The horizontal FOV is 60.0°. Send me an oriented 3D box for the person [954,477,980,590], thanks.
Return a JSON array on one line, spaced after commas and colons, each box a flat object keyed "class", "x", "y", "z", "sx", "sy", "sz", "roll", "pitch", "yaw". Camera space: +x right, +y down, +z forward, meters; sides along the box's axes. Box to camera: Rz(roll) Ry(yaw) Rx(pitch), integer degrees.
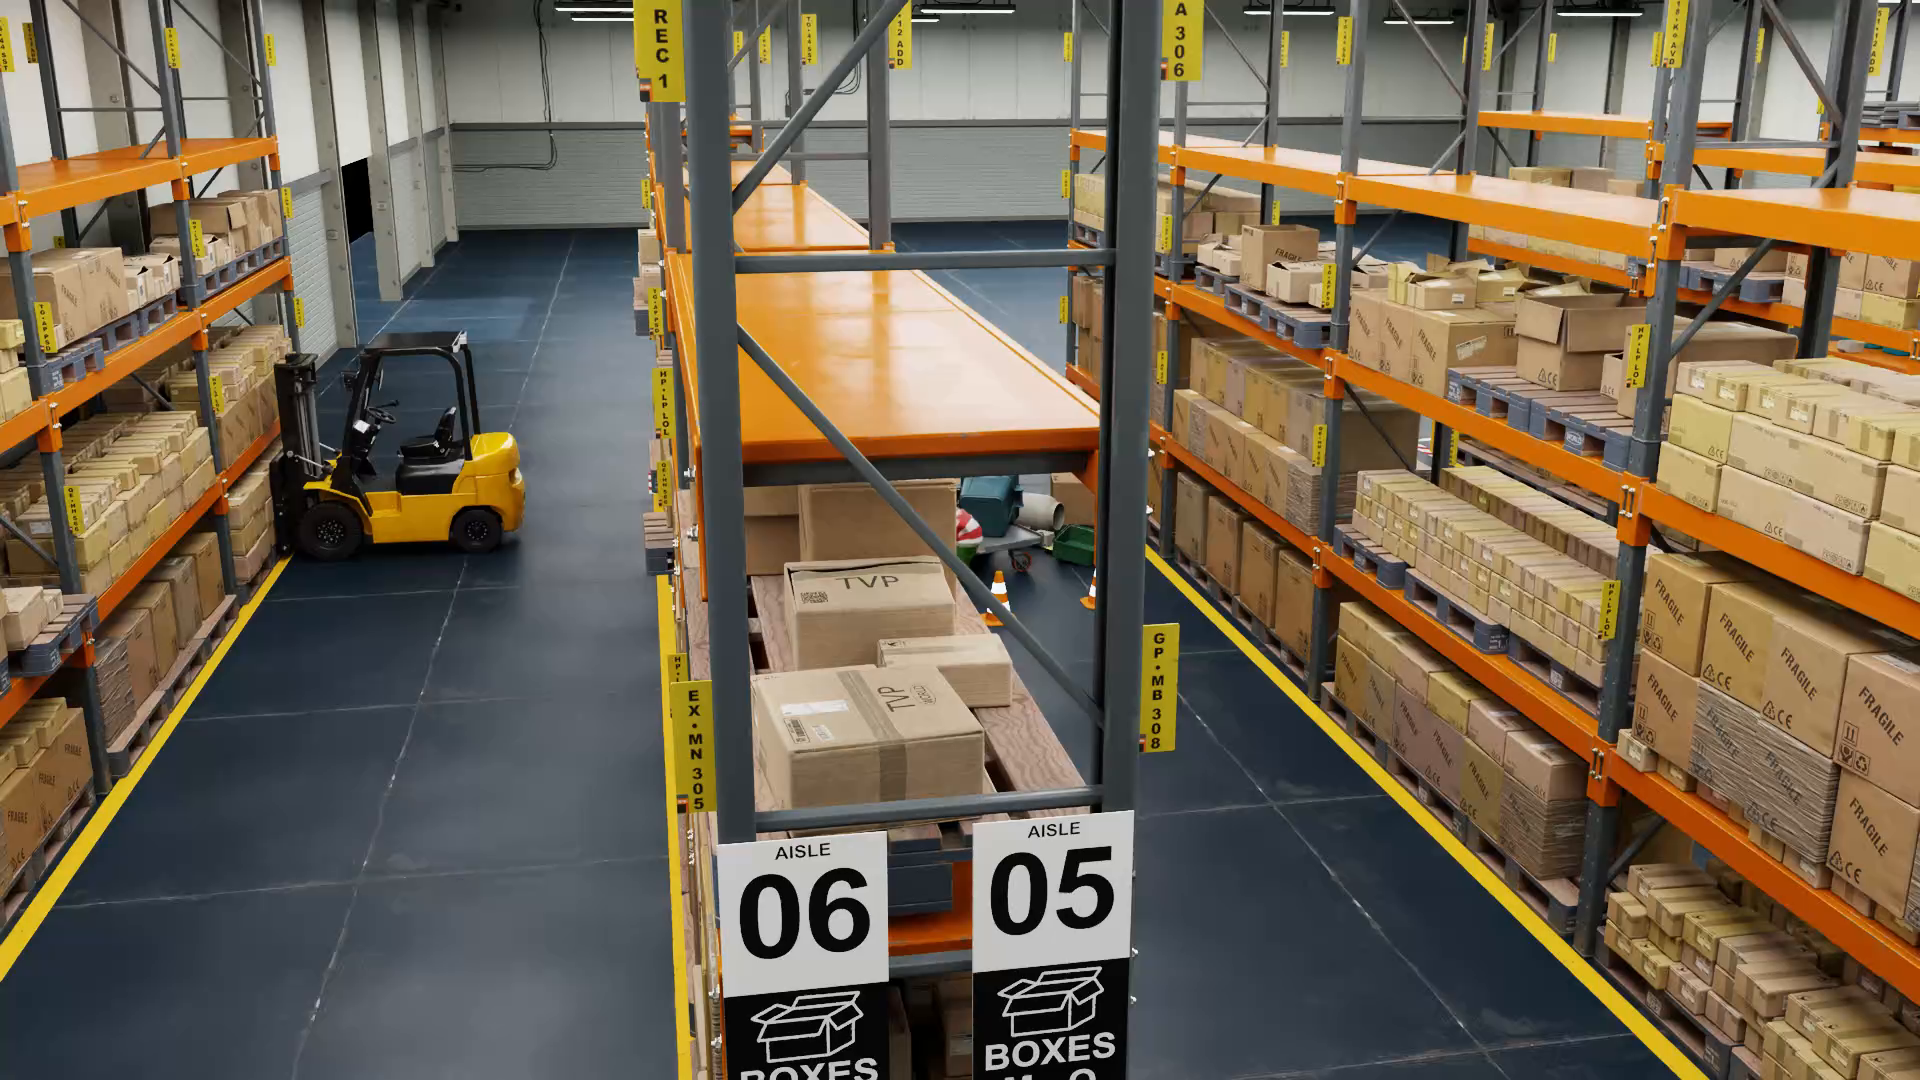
[{"class": "person", "x": -0.114, "y": 0.006, "z": 14.472, "sx": 0.562, "sy": 1.787, "sz": 0.495, "roll": -3, "pitch": 17, "yaw": -11}]
